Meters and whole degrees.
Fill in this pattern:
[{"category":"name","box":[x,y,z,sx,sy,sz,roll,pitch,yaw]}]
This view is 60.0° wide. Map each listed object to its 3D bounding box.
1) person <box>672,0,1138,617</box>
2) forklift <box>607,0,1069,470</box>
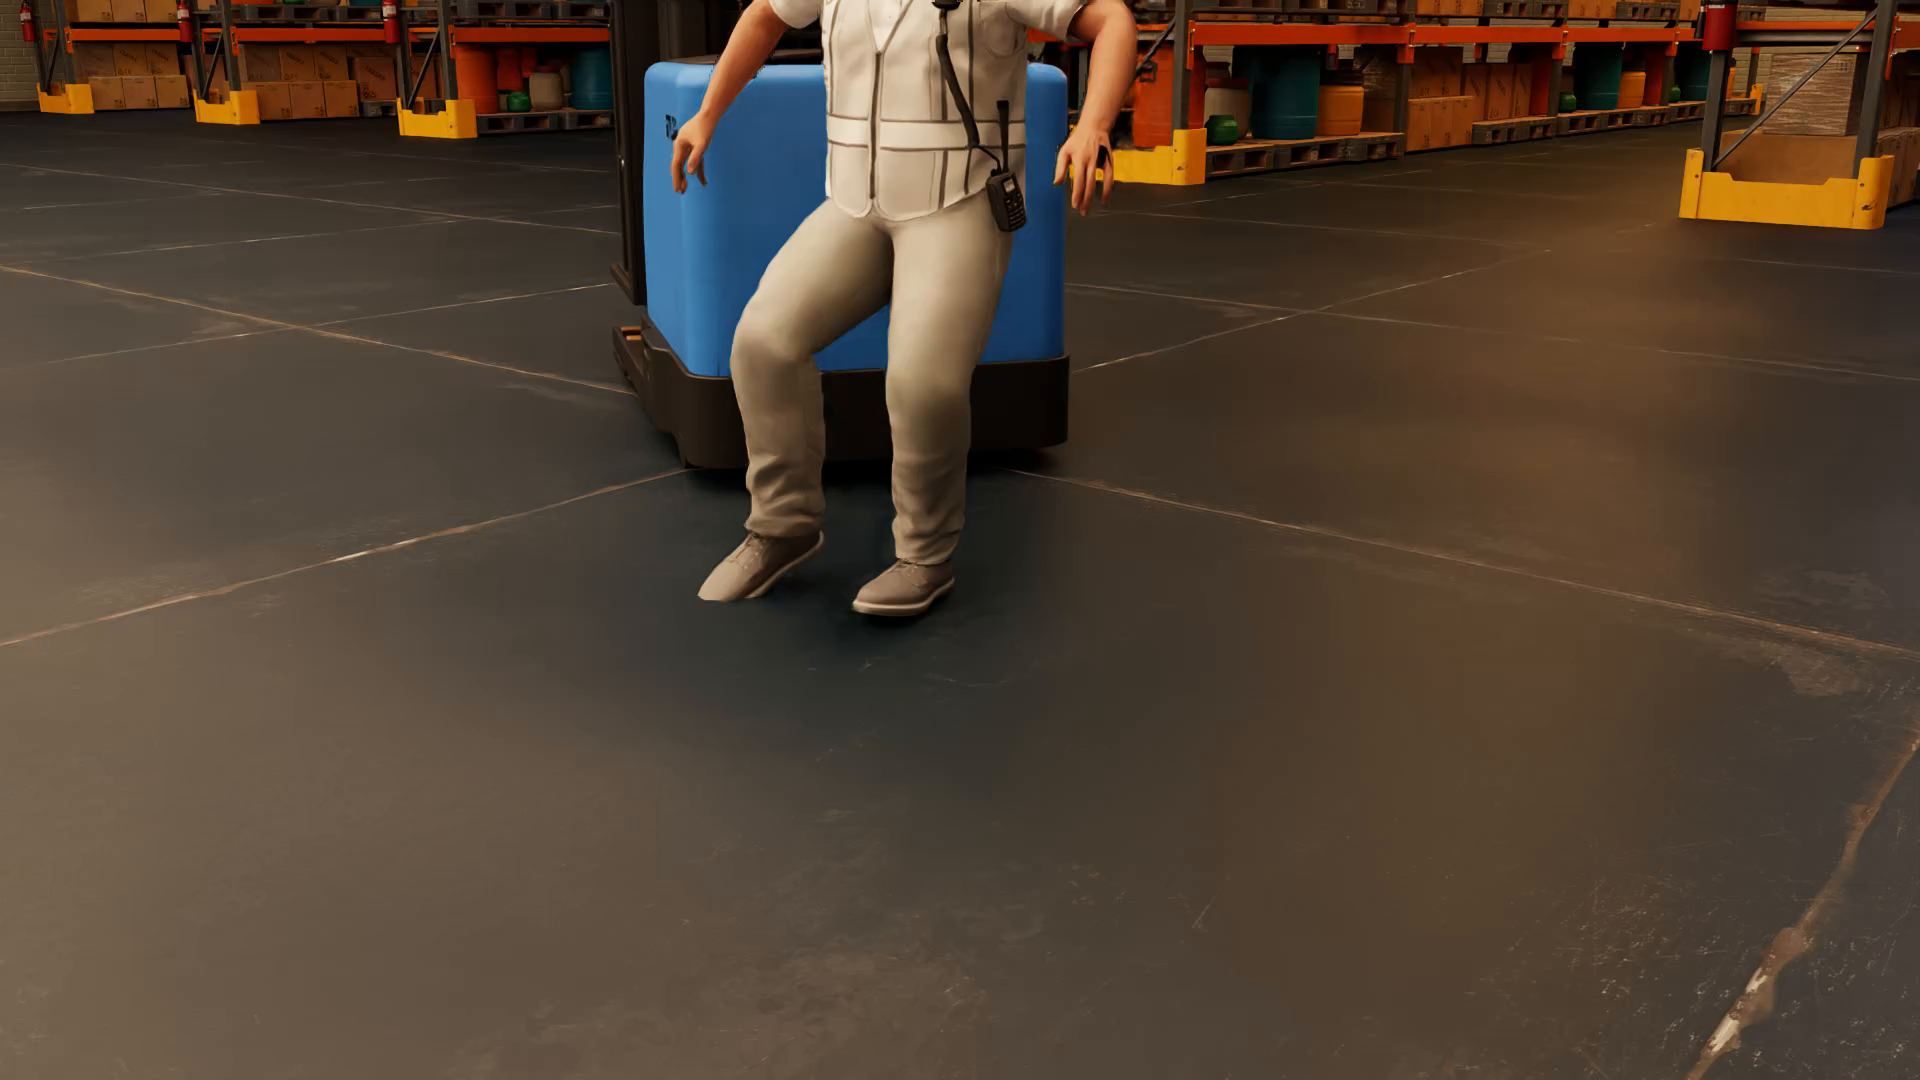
[{"category":"person","box":[-0.149,-0.670,3.418,1.105,1.693,0.624,9,19,28]},{"category":"forklift","box":[-0.609,-1.972,5.393,1.130,2.935,3.031,-5,18,-16]}]
